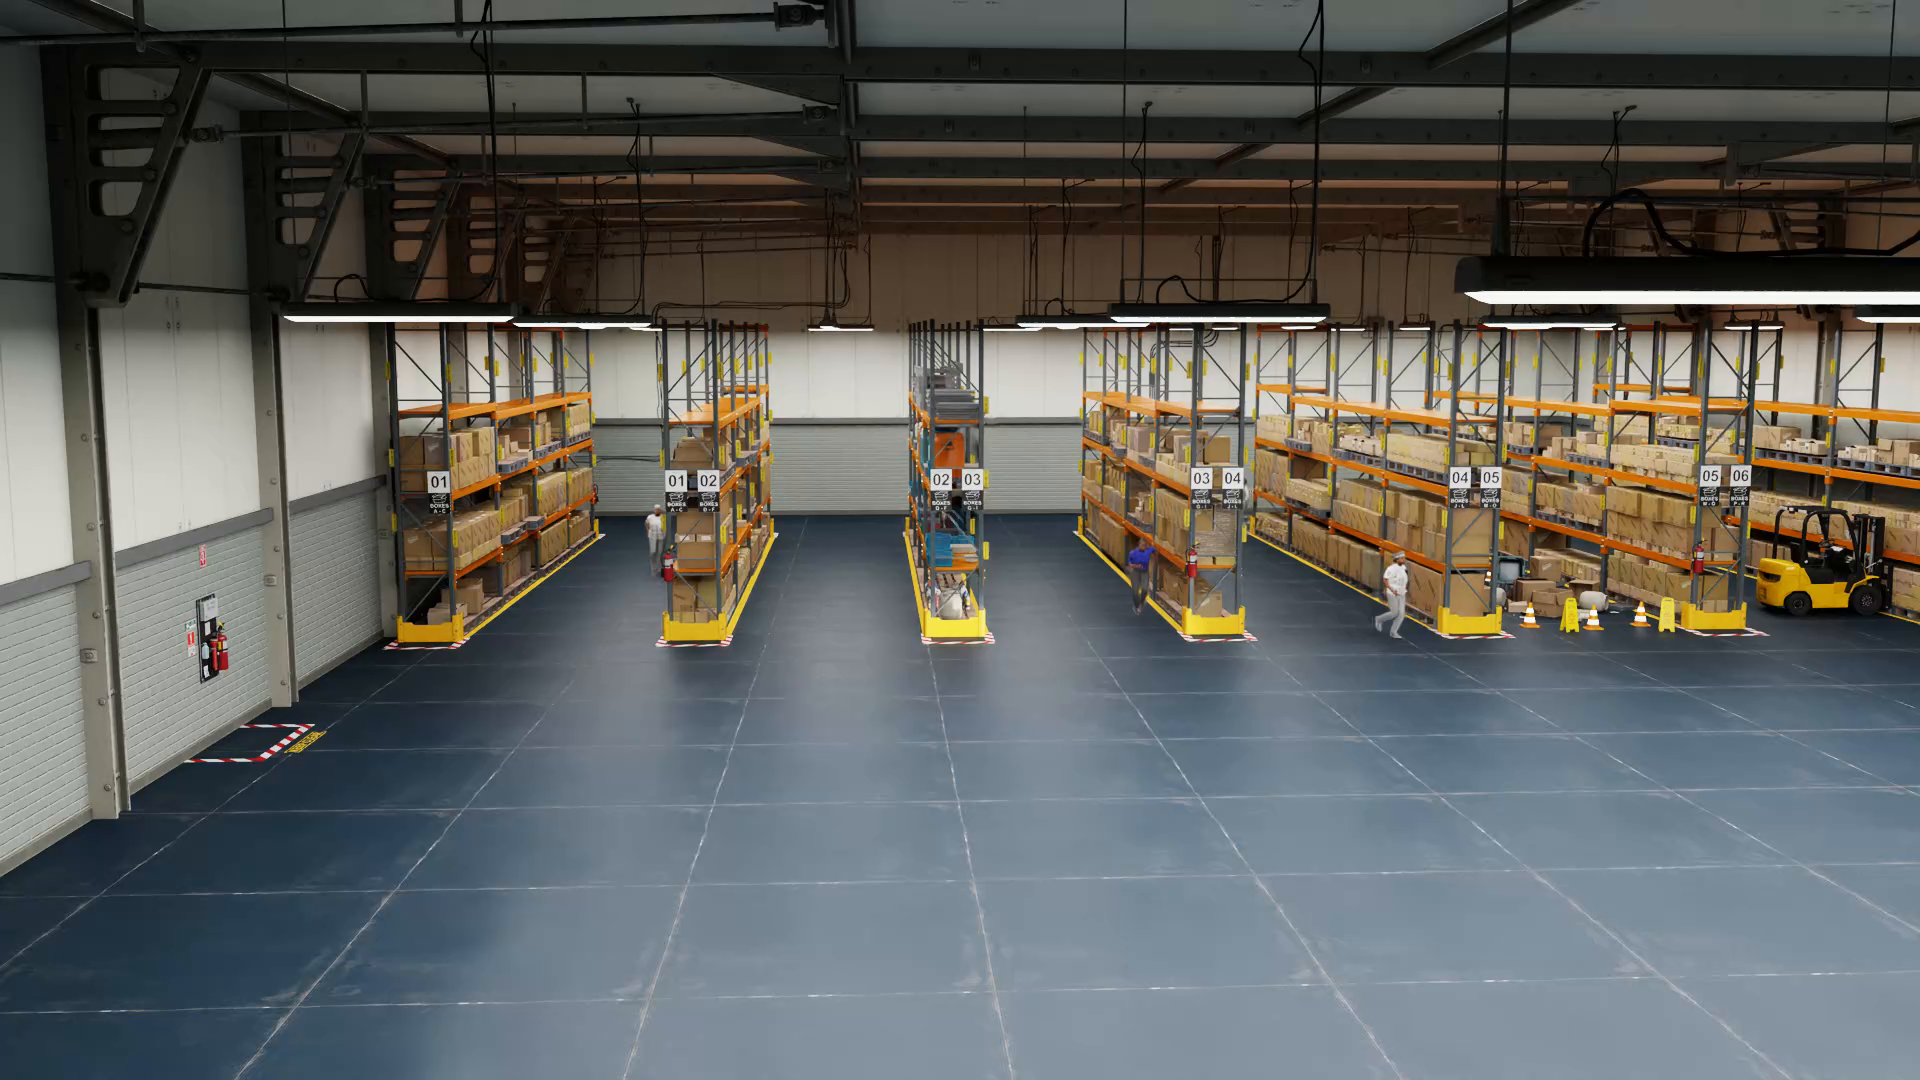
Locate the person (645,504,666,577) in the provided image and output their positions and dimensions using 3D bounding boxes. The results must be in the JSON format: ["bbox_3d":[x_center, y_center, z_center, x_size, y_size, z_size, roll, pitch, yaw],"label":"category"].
[{"bbox_3d":[-7.209,0.004,39.699,0.593,1.724,0.809,-1,7,-10],"label":"person"}]

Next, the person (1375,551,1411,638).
[{"bbox_3d":[8.281,1.016,31.610,0.610,1.647,0.594,-5,8,-33],"label":"person"}]

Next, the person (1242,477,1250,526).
[{"bbox_3d":[8.298,-1.054,48.740,0.498,1.566,0.563,-1,7,-9],"label":"person"}]

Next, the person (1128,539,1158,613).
[{"bbox_3d":[3.579,0.701,32.573,0.606,1.497,0.904,0,7,-3],"label":"person"}]
